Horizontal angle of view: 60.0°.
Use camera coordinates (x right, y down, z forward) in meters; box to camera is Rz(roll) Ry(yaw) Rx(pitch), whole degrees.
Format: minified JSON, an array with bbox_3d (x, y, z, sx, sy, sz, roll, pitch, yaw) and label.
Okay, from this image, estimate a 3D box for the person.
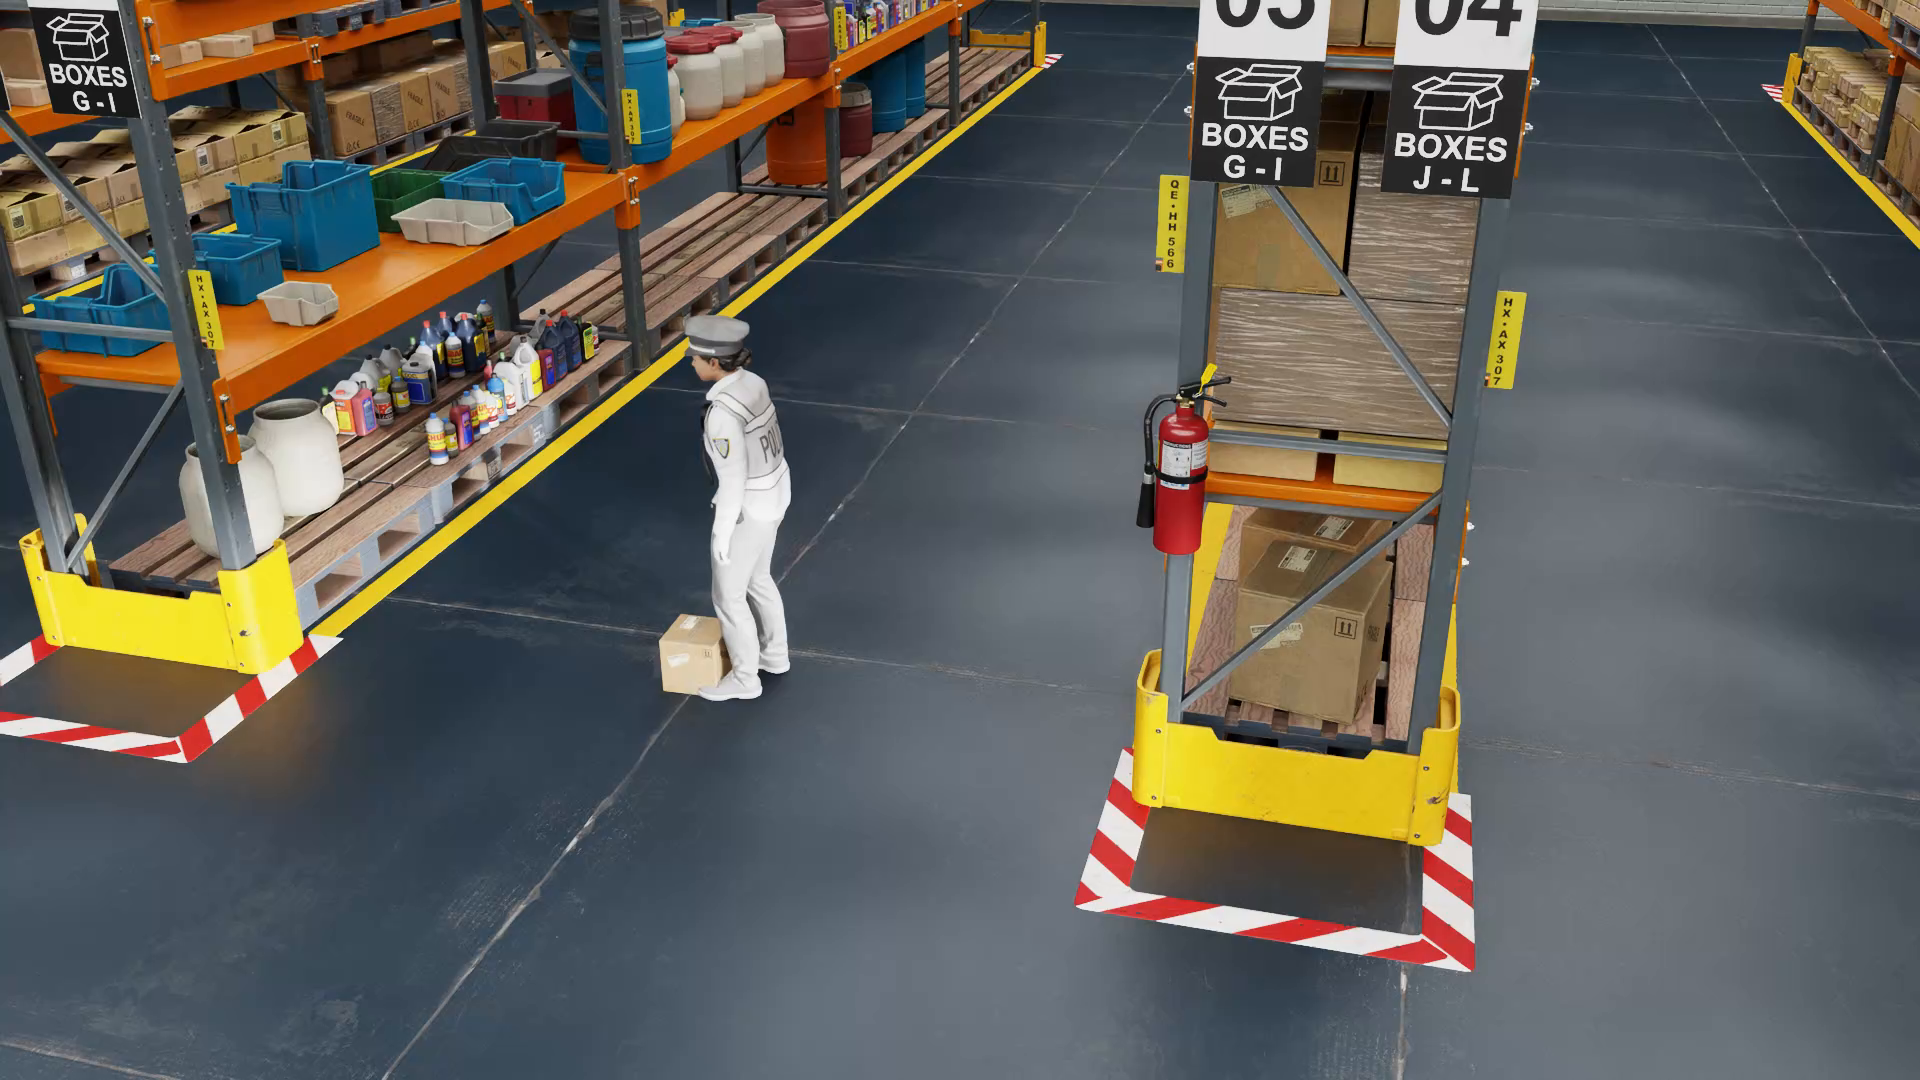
[{"bbox_3d":[-0.914,-0.114,6.846,0.415,1.662,0.542,5,26,10],"label":"person"}]
